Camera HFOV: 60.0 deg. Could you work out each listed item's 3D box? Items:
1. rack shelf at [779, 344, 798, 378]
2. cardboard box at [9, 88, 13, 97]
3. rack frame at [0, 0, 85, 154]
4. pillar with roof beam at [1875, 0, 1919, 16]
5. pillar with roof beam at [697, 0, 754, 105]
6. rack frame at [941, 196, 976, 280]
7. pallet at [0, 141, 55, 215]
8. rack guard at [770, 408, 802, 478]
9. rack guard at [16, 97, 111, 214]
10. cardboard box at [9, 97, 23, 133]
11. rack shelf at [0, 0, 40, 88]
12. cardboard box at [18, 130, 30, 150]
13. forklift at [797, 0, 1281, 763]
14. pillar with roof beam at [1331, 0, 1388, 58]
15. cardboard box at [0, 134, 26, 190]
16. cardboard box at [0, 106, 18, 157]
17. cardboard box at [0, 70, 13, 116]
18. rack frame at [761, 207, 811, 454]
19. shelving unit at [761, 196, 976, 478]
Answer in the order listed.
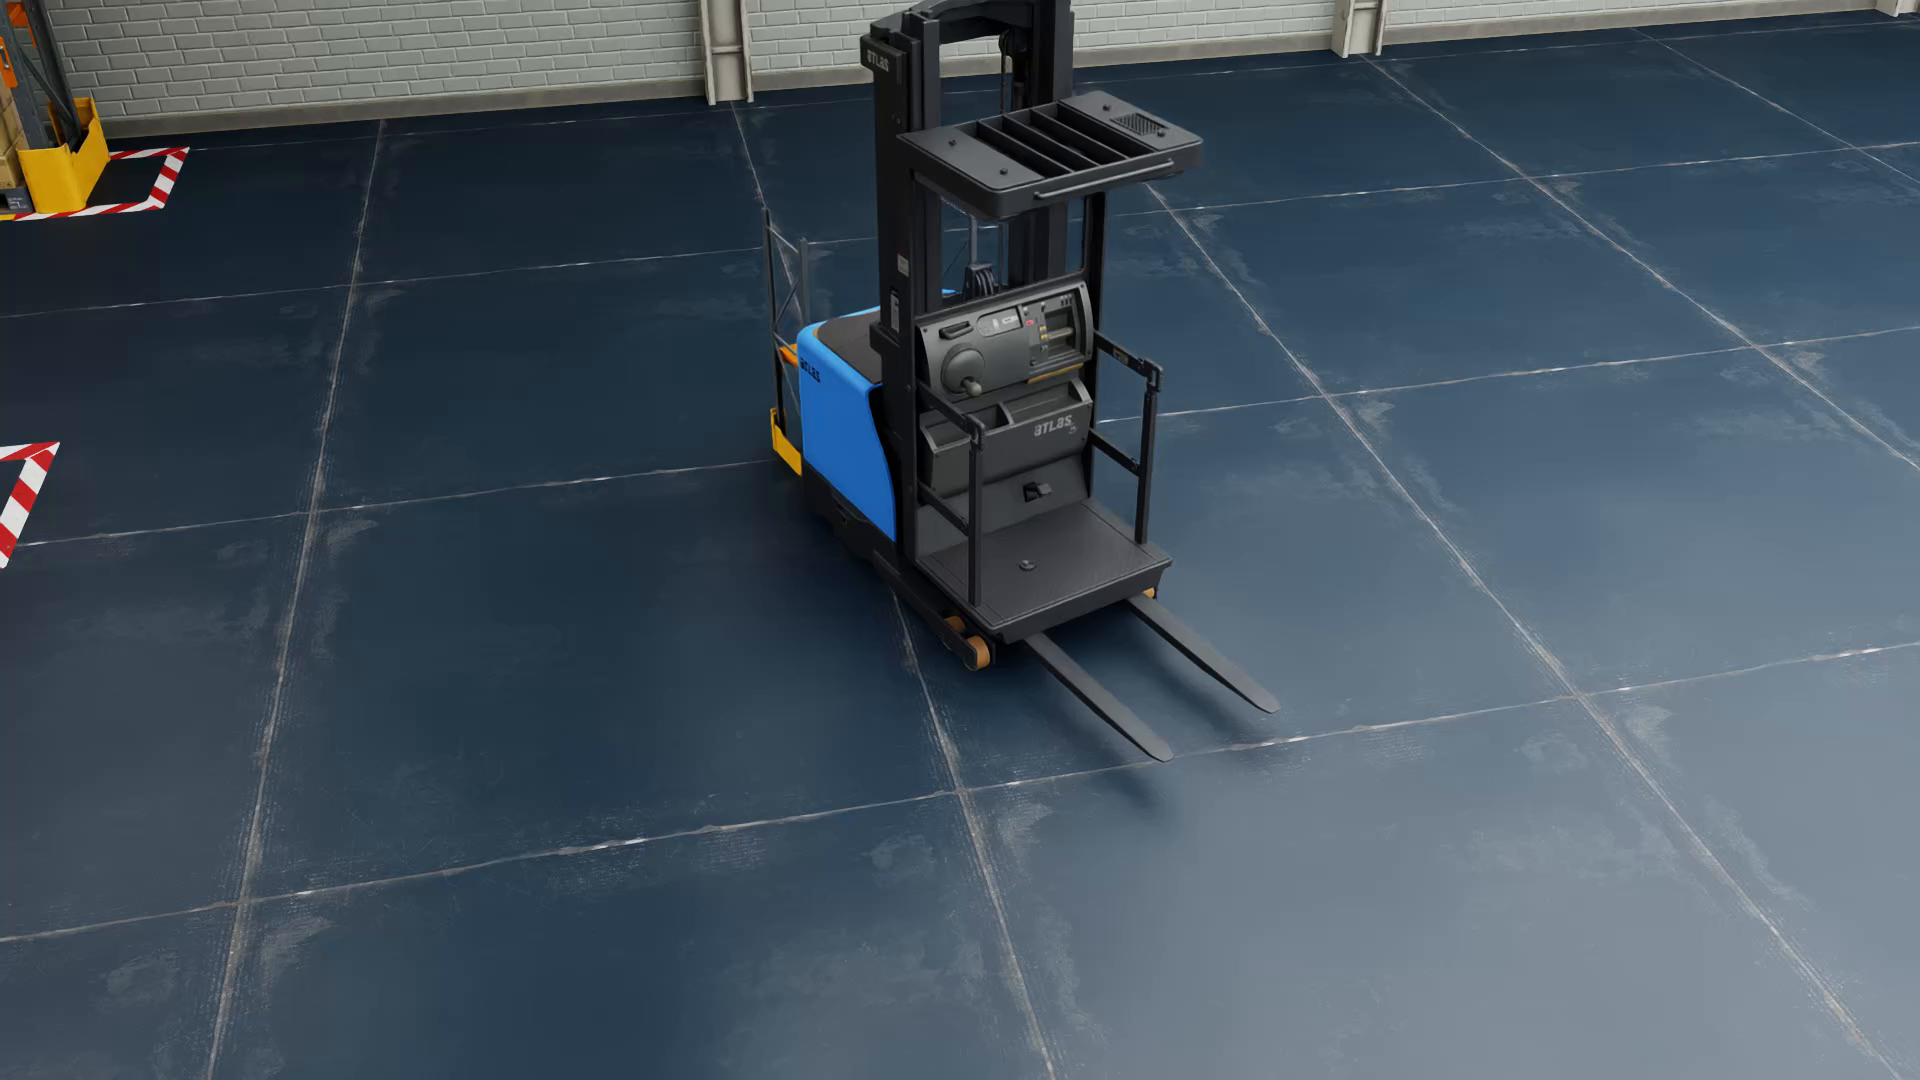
[{"bbox_3d":[-0.488,-1.034,9.487,1.000,0.185,0.538,-18,37,-24],"label":"rack shelf"},{"bbox_3d":[-7.544,-3.549,12.764,0.500,0.250,0.500,-8,35,-11],"label":"cardboard box"},{"bbox_3d":[-7.034,-4.058,12.328,0.127,3.000,1.000,-7,35,-11],"label":"rack frame"},{"bbox_3d":[10.594,-6.826,11.069,0.400,9.000,9.100,-7,35,-11],"label":"pillar with roof beam"},{"bbox_3d":[-1.110,-5.351,8.871,0.400,9.000,9.100,-7,35,-11],"label":"pillar with roof beam"},{"bbox_3d":[-0.047,-1.323,9.596,0.032,1.500,0.500,-18,37,-24],"label":"rack frame"},{"bbox_3d":[-7.771,-2.783,12.931,1.213,0.211,1.003,-7,35,-11],"label":"pallet"},{"bbox_3d":[-0.928,-0.523,9.525,0.087,0.250,0.587,-18,37,-24],"label":"rack guard"},{"bbox_3d":[-7.011,-3.023,13.029,0.348,0.500,1.175,-7,35,-11],"label":"rack guard"},{"bbox_3d":[-7.538,-3.353,12.920,0.500,0.250,0.500,-7,34,-10],"label":"cardboard box"},{"bbox_3d":[-8.985,-3.513,12.162,4.000,0.370,1.077,-7,35,-11],"label":"rack shelf"},{"bbox_3d":[-7.556,-3.136,13.046,0.500,0.250,0.500,-7,35,-10],"label":"cardboard box"},{"bbox_3d":[0.343,-0.887,7.665,1.130,2.935,3.031,-20,39,-27],"label":"forklift"},{"bbox_3d":[4.742,-6.089,9.970,0.400,9.000,9.100,-7,35,-11],"label":"pillar with roof beam"},{"bbox_3d":[-7.423,-2.861,12.635,0.500,0.250,0.500,-7,34,-10],"label":"cardboard box"},{"bbox_3d":[-7.440,-3.068,12.496,0.500,0.250,0.500,-8,35,-11],"label":"cardboard box"},{"bbox_3d":[-7.414,-3.280,12.362,0.500,0.250,0.500,-6,34,-9],"label":"cardboard box"},{"bbox_3d":[-0.931,-1.044,9.179,0.032,1.500,0.500,-18,37,-24],"label":"rack frame"},{"bbox_3d":[-0.497,-1.181,9.384,1.083,1.500,0.587,-18,37,-24],"label":"shelving unit"}]
